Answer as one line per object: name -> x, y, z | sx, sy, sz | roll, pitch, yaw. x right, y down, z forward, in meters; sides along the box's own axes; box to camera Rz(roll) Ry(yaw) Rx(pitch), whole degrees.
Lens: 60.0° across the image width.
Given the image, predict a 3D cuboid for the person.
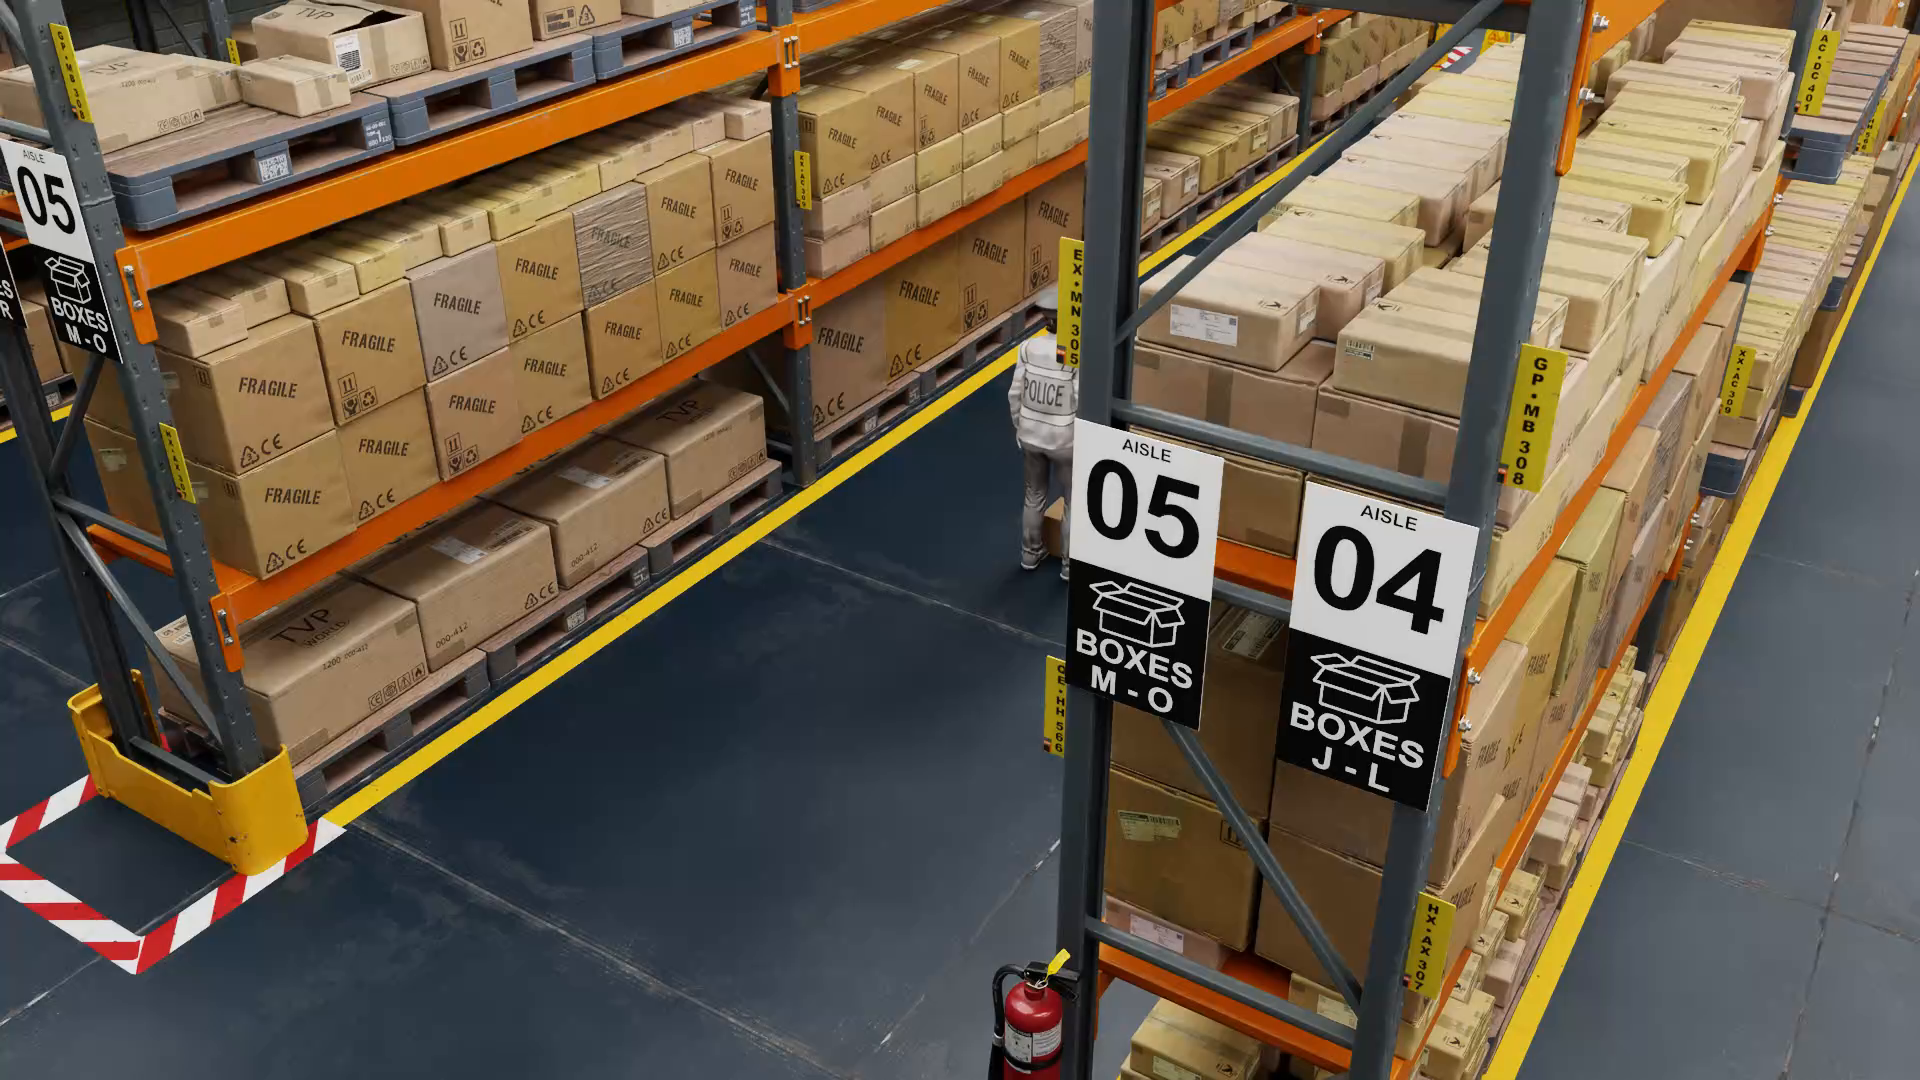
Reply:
person -> 0.517, -0.559, 9.121 | 0.526, 1.663, 0.373 | 17, 35, 26
